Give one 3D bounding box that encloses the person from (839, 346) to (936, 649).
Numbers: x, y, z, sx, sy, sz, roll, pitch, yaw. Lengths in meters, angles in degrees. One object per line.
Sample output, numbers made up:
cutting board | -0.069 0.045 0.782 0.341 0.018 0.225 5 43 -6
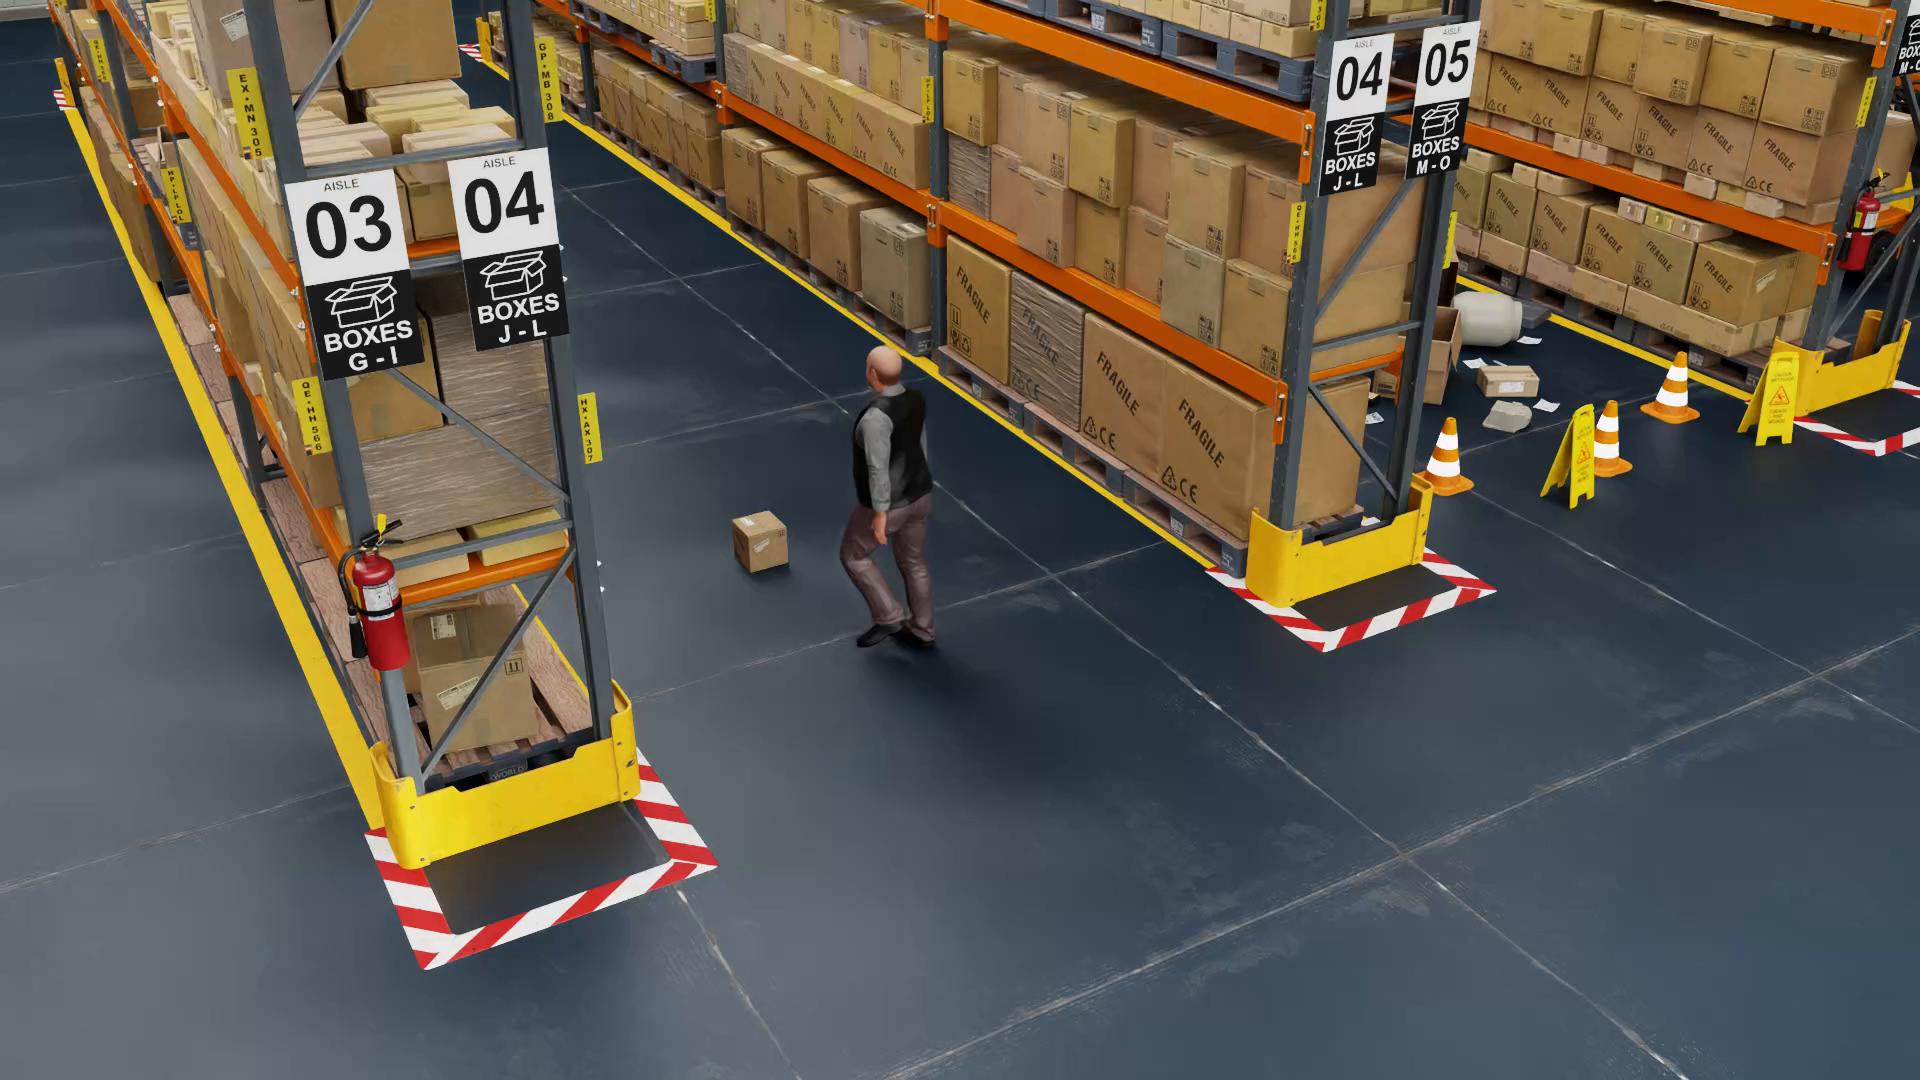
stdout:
person | -0.342 -0.215 8.945 0.529 1.704 0.564 20 35 32
